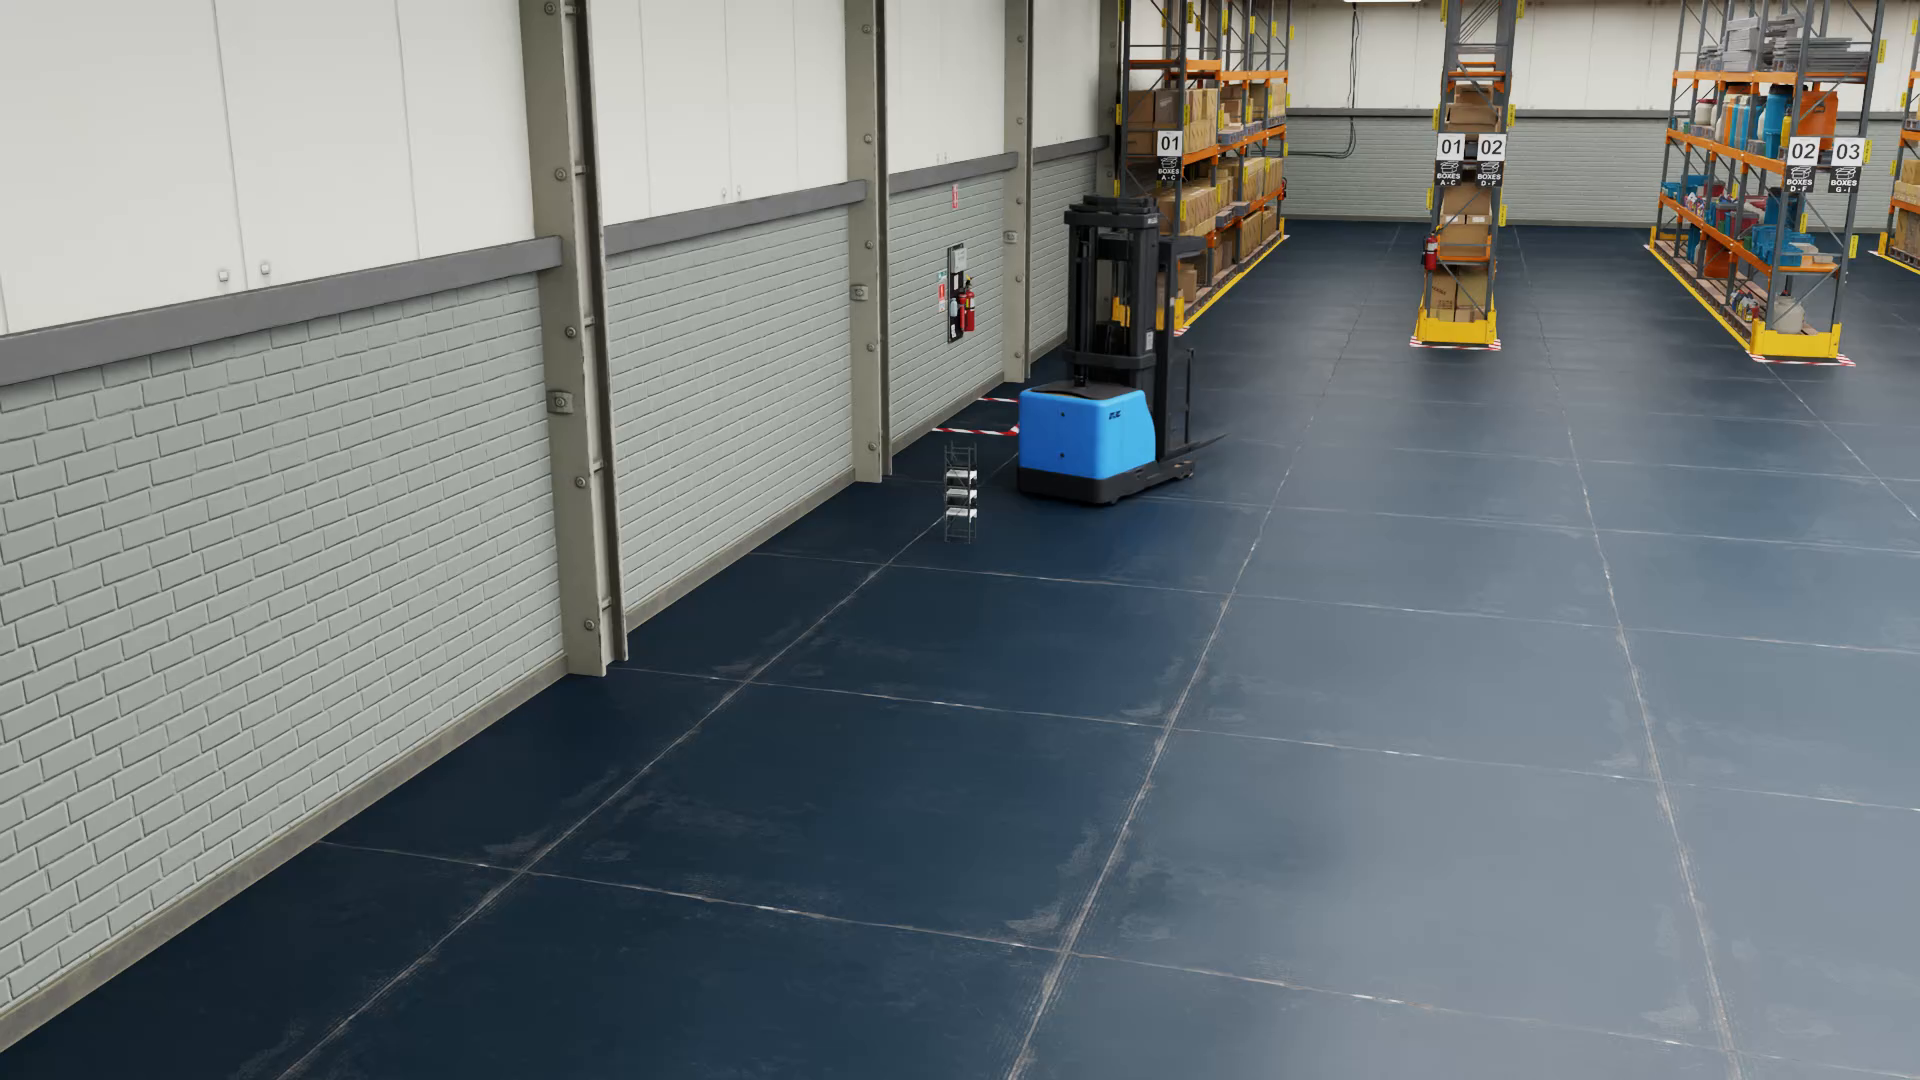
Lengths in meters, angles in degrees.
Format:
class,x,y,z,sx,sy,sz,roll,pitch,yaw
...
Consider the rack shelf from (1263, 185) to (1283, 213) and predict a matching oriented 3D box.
class,x,y,z,sx,sy,sz,roll,pitch,yaw
rack shelf,7.092,-8.310,40.371,1.077,0.370,4.000,5,16,16

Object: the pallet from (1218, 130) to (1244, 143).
class,x,y,z,sx,sy,sz,roll,pitch,yaw
pallet,4.819,-7.818,32.163,1.213,0.211,1.003,5,16,16

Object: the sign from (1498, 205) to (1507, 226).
class,x,y,z,sx,sy,sz,roll,pitch,yaw
sign,8.394,-5.021,25.722,0.100,0.325,0.005,5,16,16

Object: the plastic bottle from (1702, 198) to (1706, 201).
class,x,y,z,sx,sy,sz,roll,pitch,yaw
plastic bottle,15.408,-6.960,34.518,0.152,0.276,0.135,5,16,16

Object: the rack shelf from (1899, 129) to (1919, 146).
class,x,y,z,sx,sy,sz,roll,pitch,yaw
rack shelf,21.339,-8.601,35.899,1.077,0.370,4.000,5,16,16

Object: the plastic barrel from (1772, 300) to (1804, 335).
class,x,y,z,sx,sy,sz,roll,pitch,yaw
plastic barrel,12.726,-3.409,25.561,0.421,0.512,0.421,0,16,0

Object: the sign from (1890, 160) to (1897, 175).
class,x,y,z,sx,sy,sz,roll,pitch,yaw
sign,21.377,-8.527,38.083,0.100,0.325,0.005,5,16,16

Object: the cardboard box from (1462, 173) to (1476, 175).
class,x,y,z,sx,sy,sz,roll,pitch,yaw
cardboard box,8.595,-5.950,28.168,0.700,0.500,0.500,5,16,16

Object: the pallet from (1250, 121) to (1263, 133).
class,x,y,z,sx,sy,sz,roll,pitch,yaw
pallet,6.310,-9.241,37.186,0.805,0.209,1.217,4,16,14

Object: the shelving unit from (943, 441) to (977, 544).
class,x,y,z,sx,sy,sz,roll,pitch,yaw
shelving unit,0.002,-0.435,15.135,0.258,0.900,0.210,5,16,16

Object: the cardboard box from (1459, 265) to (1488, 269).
class,x,y,z,sx,sy,sz,roll,pitch,yaw
cardboard box,8.658,-4.366,28.041,0.500,0.500,0.500,5,16,16

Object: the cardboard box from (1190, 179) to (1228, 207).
class,x,y,z,sx,sy,sz,roll,pitch,yaw
cardboard box,4.930,-6.895,33.073,0.700,0.500,0.500,5,16,16

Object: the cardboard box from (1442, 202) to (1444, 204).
class,x,y,z,sx,sy,sz,roll,pitch,yaw
cardboard box,8.449,-5.695,28.458,0.380,0.149,0.250,4,16,14

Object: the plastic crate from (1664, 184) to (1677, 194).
class,x,y,z,sx,sy,sz,roll,pitch,yaw
plastic crate,16.586,-8.149,38.679,0.416,0.233,0.300,5,16,16

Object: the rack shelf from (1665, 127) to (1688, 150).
class,x,y,z,sx,sy,sz,roll,pitch,yaw
rack shelf,16.590,-8.985,37.253,1.077,0.370,4.000,5,16,16

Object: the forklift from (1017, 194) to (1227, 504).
class,x,y,z,sx,sy,sz,roll,pitch,yaw
forklift,1.842,-2.106,17.305,1.130,2.935,3.031,11,19,34

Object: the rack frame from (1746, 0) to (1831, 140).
class,x,y,z,sx,sy,sz,roll,pitch,yaw
rack frame,13.749,-8.158,27.522,1.000,3.000,0.127,5,16,16

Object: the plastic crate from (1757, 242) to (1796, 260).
class,x,y,z,sx,sy,sz,roll,pitch,yaw
plastic crate,12.657,-4.478,25.812,0.499,0.251,0.408,5,16,16

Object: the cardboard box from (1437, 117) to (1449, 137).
class,x,y,z,sx,sy,sz,roll,pitch,yaw
cardboard box,8.096,-6.747,27.182,0.500,0.311,0.500,7,17,22

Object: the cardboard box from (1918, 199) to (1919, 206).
class,x,y,z,sx,sy,sz,roll,pitch,yaw
cardboard box,20.835,-7.235,35.720,0.380,0.149,0.250,5,17,17

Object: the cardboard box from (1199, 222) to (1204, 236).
class,x,y,z,sx,sy,sz,roll,pitch,yaw
cardboard box,3.987,-5.436,29.157,0.500,0.250,0.500,5,17,16

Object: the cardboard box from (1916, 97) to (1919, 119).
class,x,y,z,sx,sy,sz,roll,pitch,yaw
cardboard box,21.811,-9.629,37.066,0.700,0.500,0.500,4,16,13

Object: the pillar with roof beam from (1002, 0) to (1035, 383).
class,x,y,z,sx,sy,sz,roll,pitch,yaw
pillar with roof beam,4.905,-6.227,20.711,9.100,9.000,0.400,5,16,16

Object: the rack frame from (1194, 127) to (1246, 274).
class,x,y,z,sx,sy,sz,roll,pitch,yaw
rack frame,5.387,-7.087,34.738,1.000,3.000,0.127,5,16,16

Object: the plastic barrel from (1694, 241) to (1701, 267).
class,x,y,z,sx,sy,sz,roll,pitch,yaw
plastic barrel,15.404,-5.903,34.355,0.421,0.512,0.421,0,16,0

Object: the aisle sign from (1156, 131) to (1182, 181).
class,x,y,z,sx,sy,sz,roll,pitch,yaw
aisle sign,3.380,-6.202,26.856,0.394,0.787,0.004,5,16,16

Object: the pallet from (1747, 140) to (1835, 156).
class,x,y,z,sx,sy,sz,roll,pitch,yaw
pallet,13.637,-6.428,27.264,1.213,0.211,1.003,5,16,16

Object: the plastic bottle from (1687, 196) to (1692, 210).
class,x,y,z,sx,sy,sz,roll,pitch,yaw
plastic bottle,15.362,-7.088,34.977,0.097,0.271,0.097,0,16,0

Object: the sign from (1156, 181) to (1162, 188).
class,x,y,z,sx,sy,sz,roll,pitch,yaw
sign,3.717,-6.639,31.039,0.100,0.325,0.005,5,16,16

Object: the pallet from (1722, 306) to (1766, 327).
class,x,y,z,sx,sy,sz,roll,pitch,yaw
pallet,13.518,-3.758,28.113,1.003,0.211,1.213,5,16,16

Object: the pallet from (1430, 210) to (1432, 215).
class,x,y,z,sx,sy,sz,roll,pitch,yaw
pallet,10.263,-6.794,34.058,1.213,0.211,1.003,5,16,16

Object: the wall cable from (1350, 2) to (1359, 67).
class,x,y,z,sx,sy,sz,roll,pitch,yaw
wall cable,12.204,-14.244,45.413,3.097,2.526,0.112,5,16,16

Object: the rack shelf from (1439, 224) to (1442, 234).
class,x,y,z,sx,sy,sz,roll,pitch,yaw
rack shelf,9.569,-5.834,31.641,1.077,0.370,4.000,5,16,16

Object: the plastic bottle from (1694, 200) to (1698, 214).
class,x,y,z,sx,sy,sz,roll,pitch,yaw
plastic bottle,15.007,-6.784,33.883,0.061,0.283,0.133,5,16,16

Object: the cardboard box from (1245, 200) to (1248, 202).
class,x,y,z,sx,sy,sz,roll,pitch,yaw
cardboard box,5.939,-7.172,35.462,0.380,0.149,0.250,5,17,18

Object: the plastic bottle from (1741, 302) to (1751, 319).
class,x,y,z,sx,sy,sz,roll,pitch,yaw
plastic bottle,12.851,-3.741,27.129,0.152,0.276,0.135,4,16,14

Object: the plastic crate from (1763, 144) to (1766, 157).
class,x,y,z,sx,sy,sz,roll,pitch,yaw
plastic crate,13.039,-6.222,26.579,0.336,0.188,0.450,5,16,16

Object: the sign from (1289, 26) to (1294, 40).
class,x,y,z,sx,sy,sz,roll,pitch,yaw
sign,8.176,-12.508,40.999,0.100,0.325,0.005,5,16,16

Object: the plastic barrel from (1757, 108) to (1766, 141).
class,x,y,z,sx,sy,sz,roll,pitch,yaw
plastic barrel,13.438,-6.874,27.515,0.421,0.512,0.421,0,16,0

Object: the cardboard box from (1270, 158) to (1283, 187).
class,x,y,z,sx,sy,sz,roll,pitch,yaw
cardboard box,7.525,-9.190,41.603,0.980,0.700,0.700,5,17,18

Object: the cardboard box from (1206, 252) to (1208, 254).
class,x,y,z,sx,sy,sz,roll,pitch,yaw
cardboard box,4.542,-5.382,32.504,0.700,0.500,0.500,4,16,15

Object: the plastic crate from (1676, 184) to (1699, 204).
class,x,y,z,sx,sy,sz,roll,pitch,yaw
plastic crate,15.828,-7.535,36.237,0.392,0.384,0.575,5,16,16

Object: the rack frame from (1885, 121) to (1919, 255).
class,x,y,z,sx,sy,sz,roll,pitch,yaw
rack frame,21.908,-8.027,38.055,1.000,3.000,0.127,5,16,16

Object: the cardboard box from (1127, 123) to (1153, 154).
class,x,y,z,sx,sy,sz,roll,pitch,yaw
cardboard box,2.989,-6.623,27.388,0.500,0.500,0.500,6,17,20

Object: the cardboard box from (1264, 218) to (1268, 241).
class,x,y,z,sx,sy,sz,roll,pitch,yaw
cardboard box,6.980,-7.452,39.836,0.700,0.500,0.500,4,16,15

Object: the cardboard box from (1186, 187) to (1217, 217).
class,x,y,z,sx,sy,sz,roll,pitch,yaw
cardboard box,4.412,-6.191,30.444,0.500,0.500,0.500,5,16,16

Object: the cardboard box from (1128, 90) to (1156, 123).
class,x,y,z,sx,sy,sz,roll,pitch,yaw
cardboard box,2.985,-7.109,27.266,0.500,0.500,0.500,5,17,18

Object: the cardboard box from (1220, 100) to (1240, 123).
class,x,y,z,sx,sy,sz,roll,pitch,yaw
cardboard box,5.467,-8.919,34.710,0.700,0.500,0.500,3,16,12

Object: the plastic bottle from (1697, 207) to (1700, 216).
class,x,y,z,sx,sy,sz,roll,pitch,yaw
plastic bottle,14.873,-6.604,33.400,0.097,0.201,0.097,0,16,0
